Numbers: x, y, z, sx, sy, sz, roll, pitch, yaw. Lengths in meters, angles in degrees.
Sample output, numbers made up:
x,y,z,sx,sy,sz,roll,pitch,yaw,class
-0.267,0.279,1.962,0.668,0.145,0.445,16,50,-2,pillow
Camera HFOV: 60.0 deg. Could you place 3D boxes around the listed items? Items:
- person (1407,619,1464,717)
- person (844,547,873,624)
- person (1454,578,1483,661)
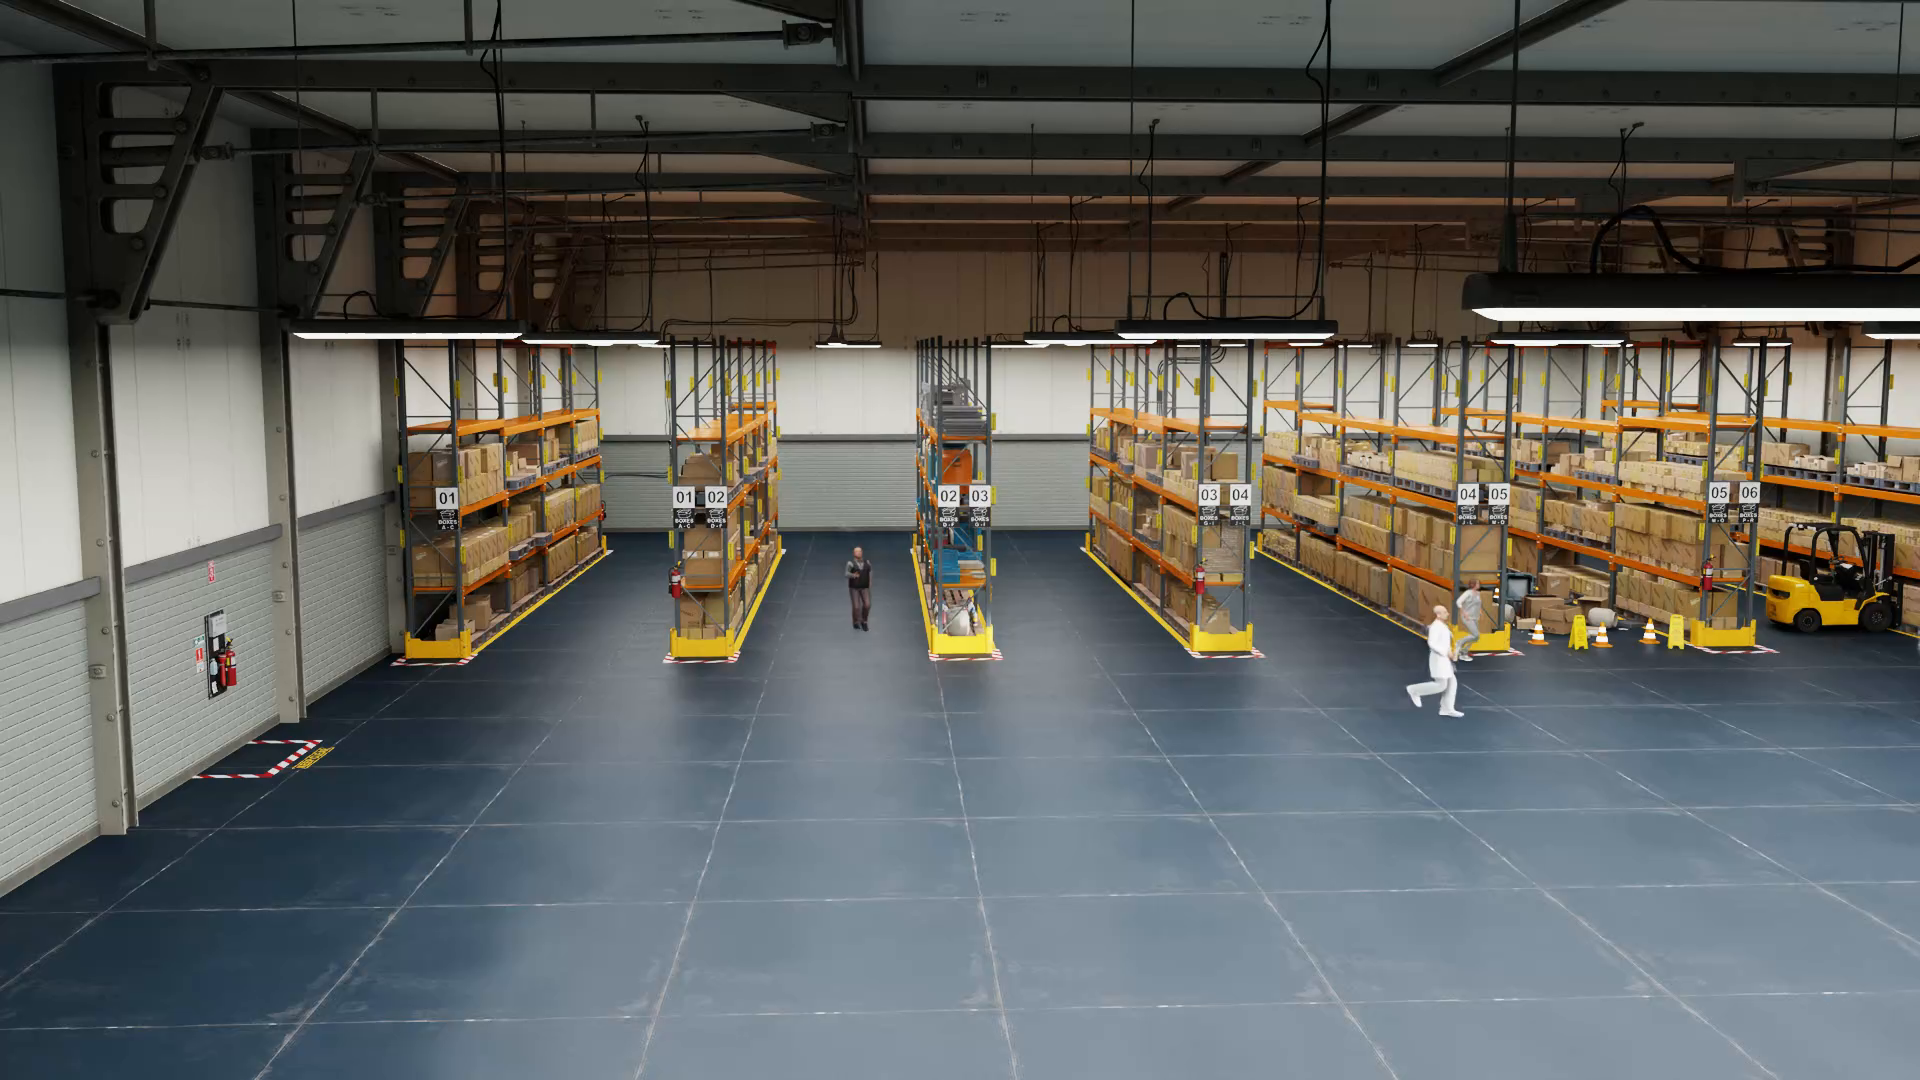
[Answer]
x,y,z,sx,sy,sz,roll,pitch,yaw,class
7.504,2.002,26.167,0.877,1.548,0.711,3,7,25,person
-2.051,0.959,33.926,0.614,1.616,0.688,-2,7,-15,person
9.436,1.471,30.777,0.488,1.540,0.563,6,9,44,person
